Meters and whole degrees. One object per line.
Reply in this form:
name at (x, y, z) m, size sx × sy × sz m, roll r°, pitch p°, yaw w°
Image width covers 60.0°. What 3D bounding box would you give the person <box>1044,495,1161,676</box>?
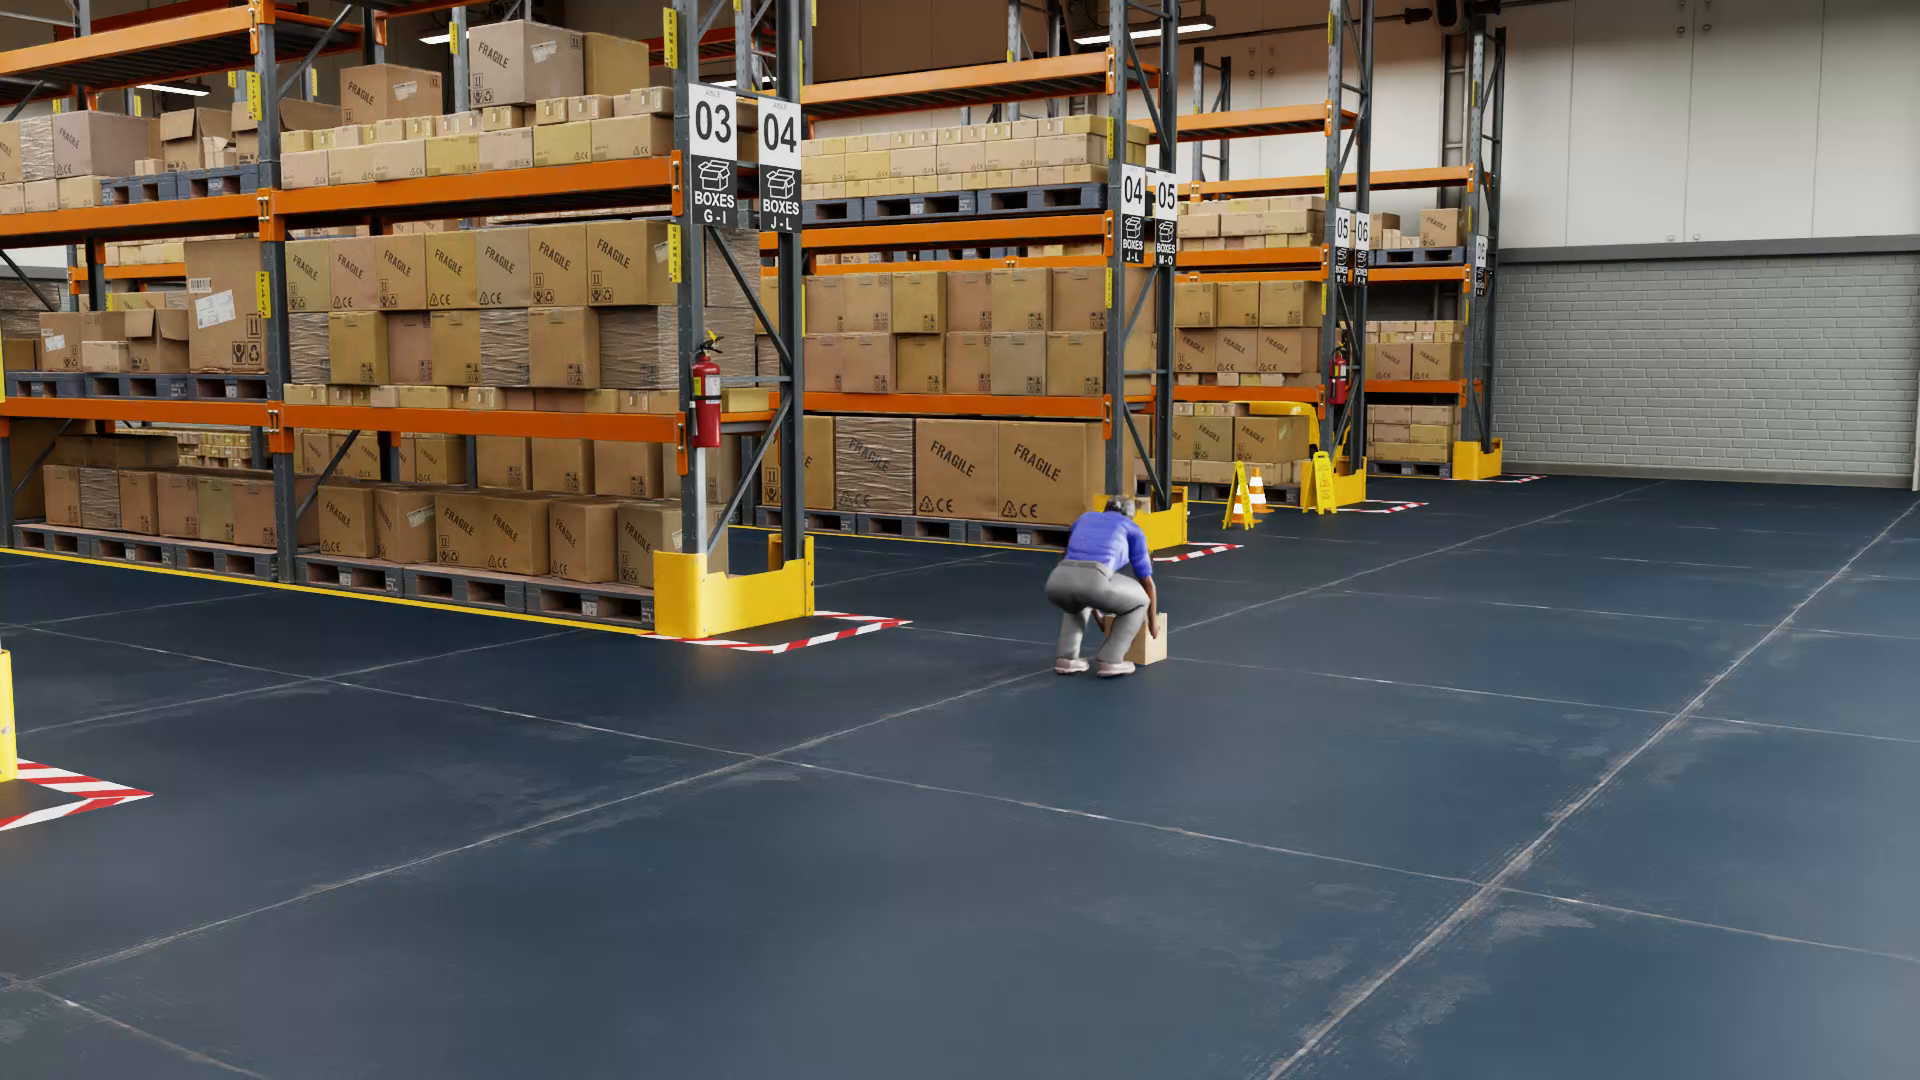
person at (0.739, 0.240, 8.765) m, size 0.475 × 0.911 × 0.805 m, roll 4°, pitch 8°, yaw 33°
